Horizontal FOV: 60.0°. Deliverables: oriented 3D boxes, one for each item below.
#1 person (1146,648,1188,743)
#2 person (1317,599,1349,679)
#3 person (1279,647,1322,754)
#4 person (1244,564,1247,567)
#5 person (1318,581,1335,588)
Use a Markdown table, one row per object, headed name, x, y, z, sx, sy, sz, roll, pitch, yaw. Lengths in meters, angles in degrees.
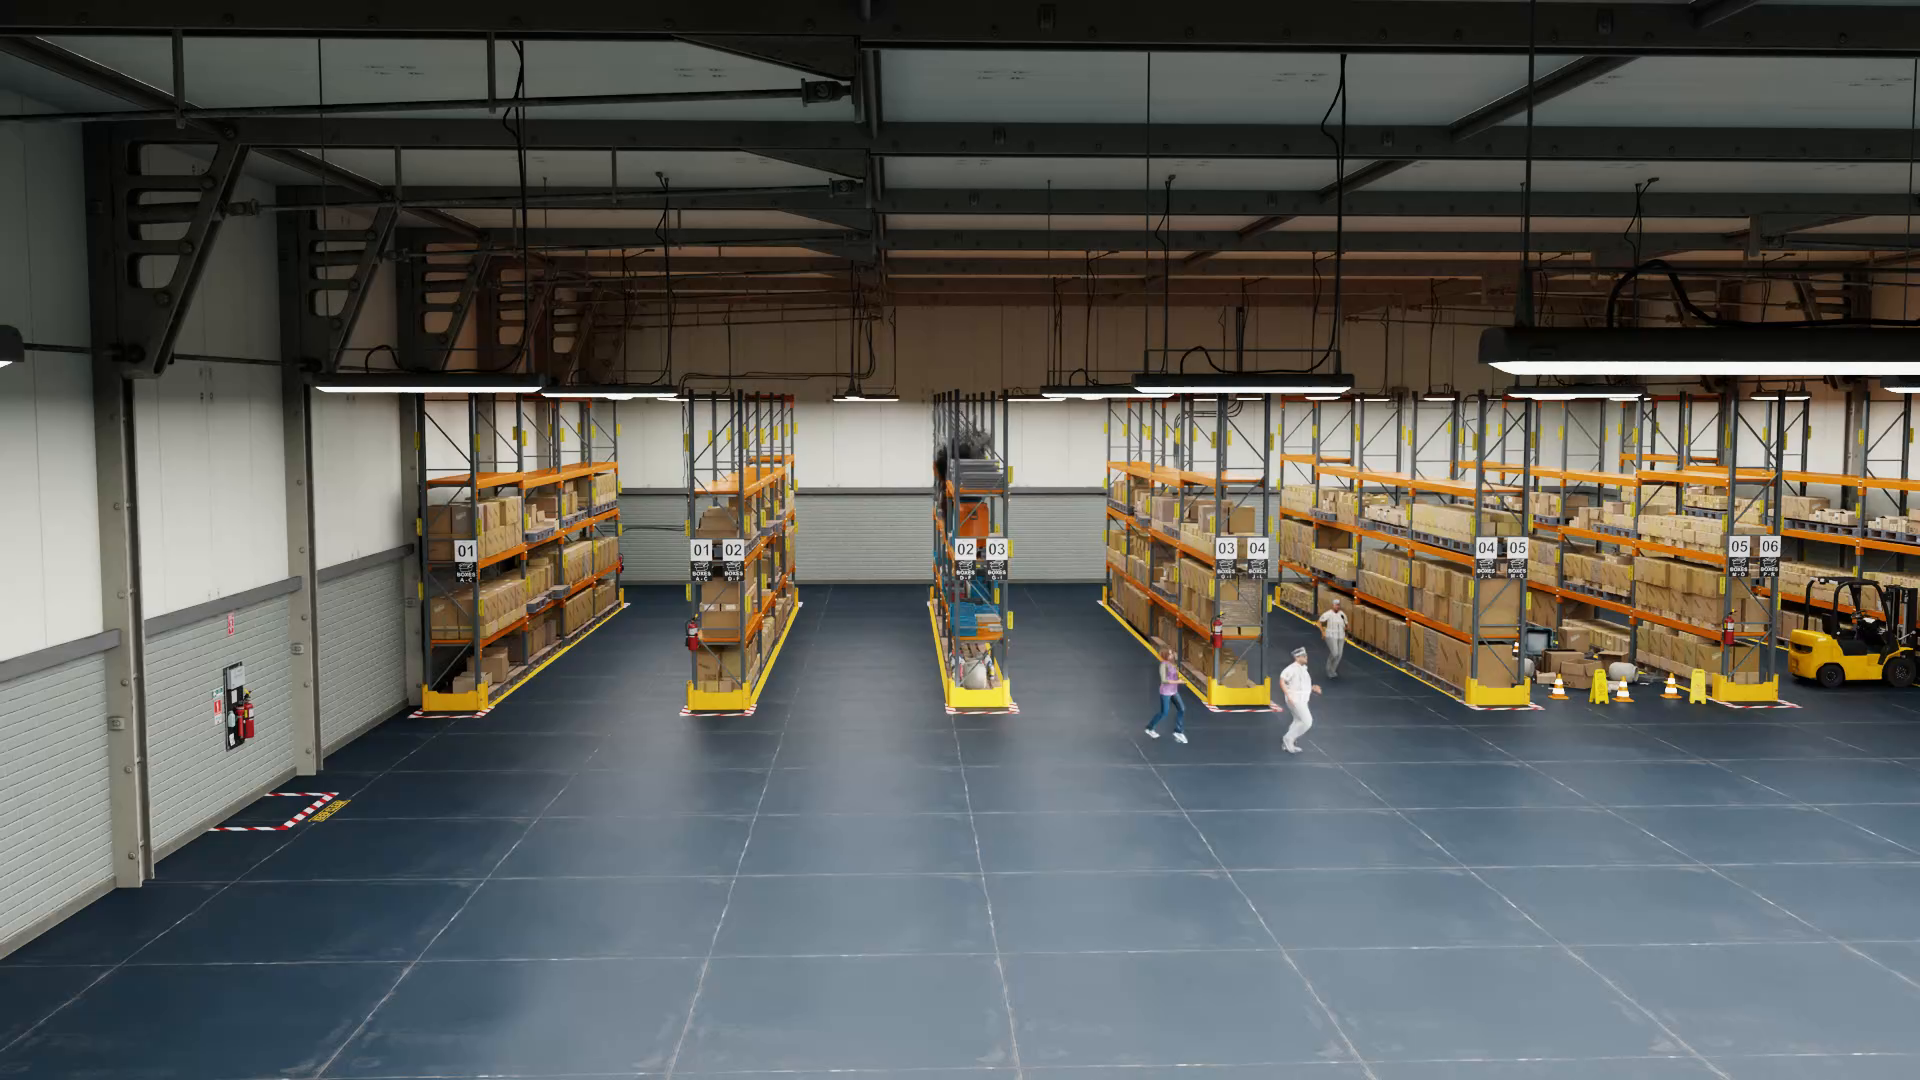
| name | x | y | z | sx | sy | sz | roll | pitch | yaw |
| --- | --- | --- | --- | --- | --- | --- | --- | --- | --- |
| person | 3.526 | 2.632 | 28.312 | 0.733 | 1.620 | 0.541 | 3 | 6 | 34 |
| person | 7.847 | 2.072 | 34.738 | 0.587 | 1.649 | 0.655 | -1 | 5 | -14 |
| person | 5.600 | 2.622 | 27.286 | 0.617 | 1.756 | 0.667 | 2 | 5 | 27 |
| person | 7.951 | 1.199 | 44.943 | 0.703 | 1.745 | 0.669 | 1 | 5 | 7 |
| person | 10.642 | 0.948 | 48.597 | 0.622 | 1.616 | 0.824 | -4 | 6 | -42 |
